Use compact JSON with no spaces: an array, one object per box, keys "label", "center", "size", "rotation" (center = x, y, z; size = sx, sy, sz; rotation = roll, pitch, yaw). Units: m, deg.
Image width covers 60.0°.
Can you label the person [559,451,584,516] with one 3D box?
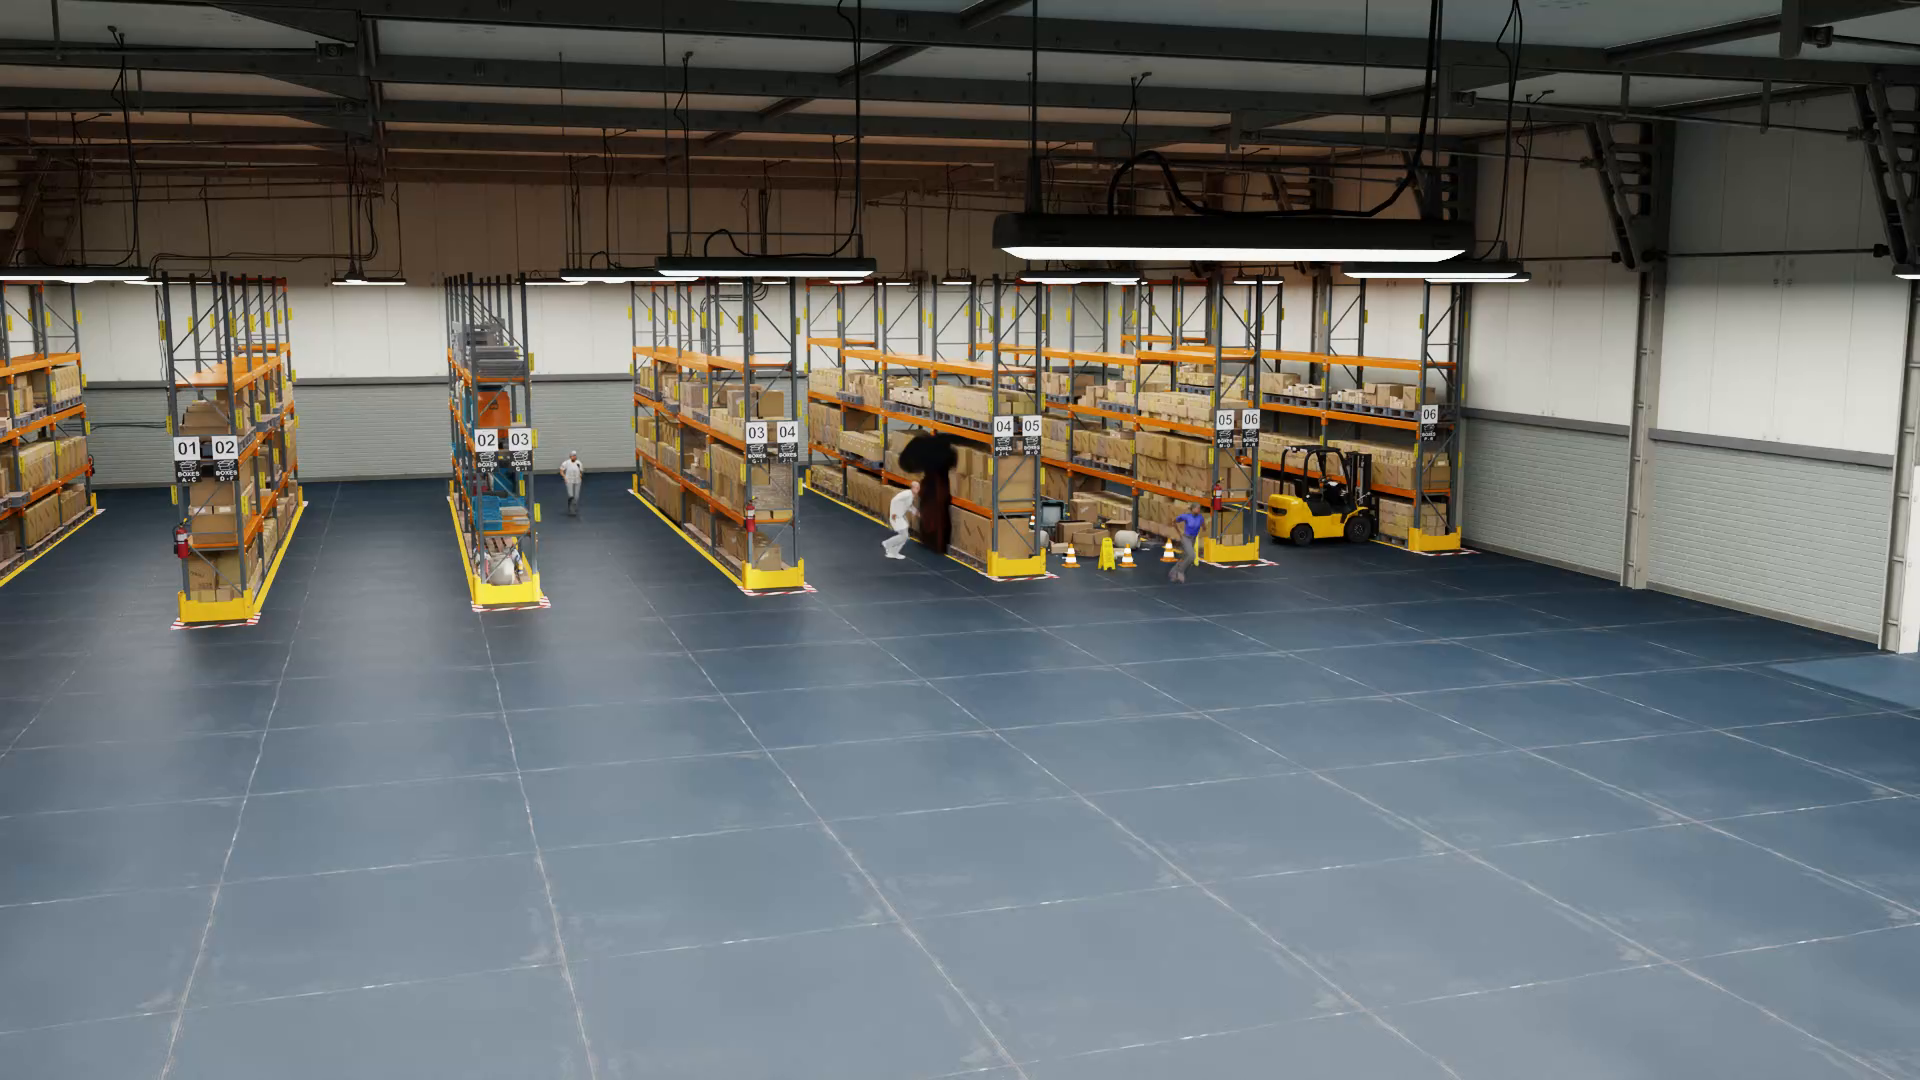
[{"label":"person","center":[-9.802,-1.436,42.143],"size":[0.581,1.644,0.619],"rotation":[-4,10,-27]}]

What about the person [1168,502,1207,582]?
[{"label":"person","center":[4.493,0.031,32.629],"size":[0.515,1.593,0.820],"rotation":[-8,12,-43]}]

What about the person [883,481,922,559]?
[{"label":"person","center":[-1.192,-0.397,33.582],"size":[0.810,1.599,0.738],"rotation":[3,9,20]}]

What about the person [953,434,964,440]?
[{"label":"person","center":[0.053,-2.774,51.209],"size":[0.795,1.590,0.689],"rotation":[-2,9,-15]}]
